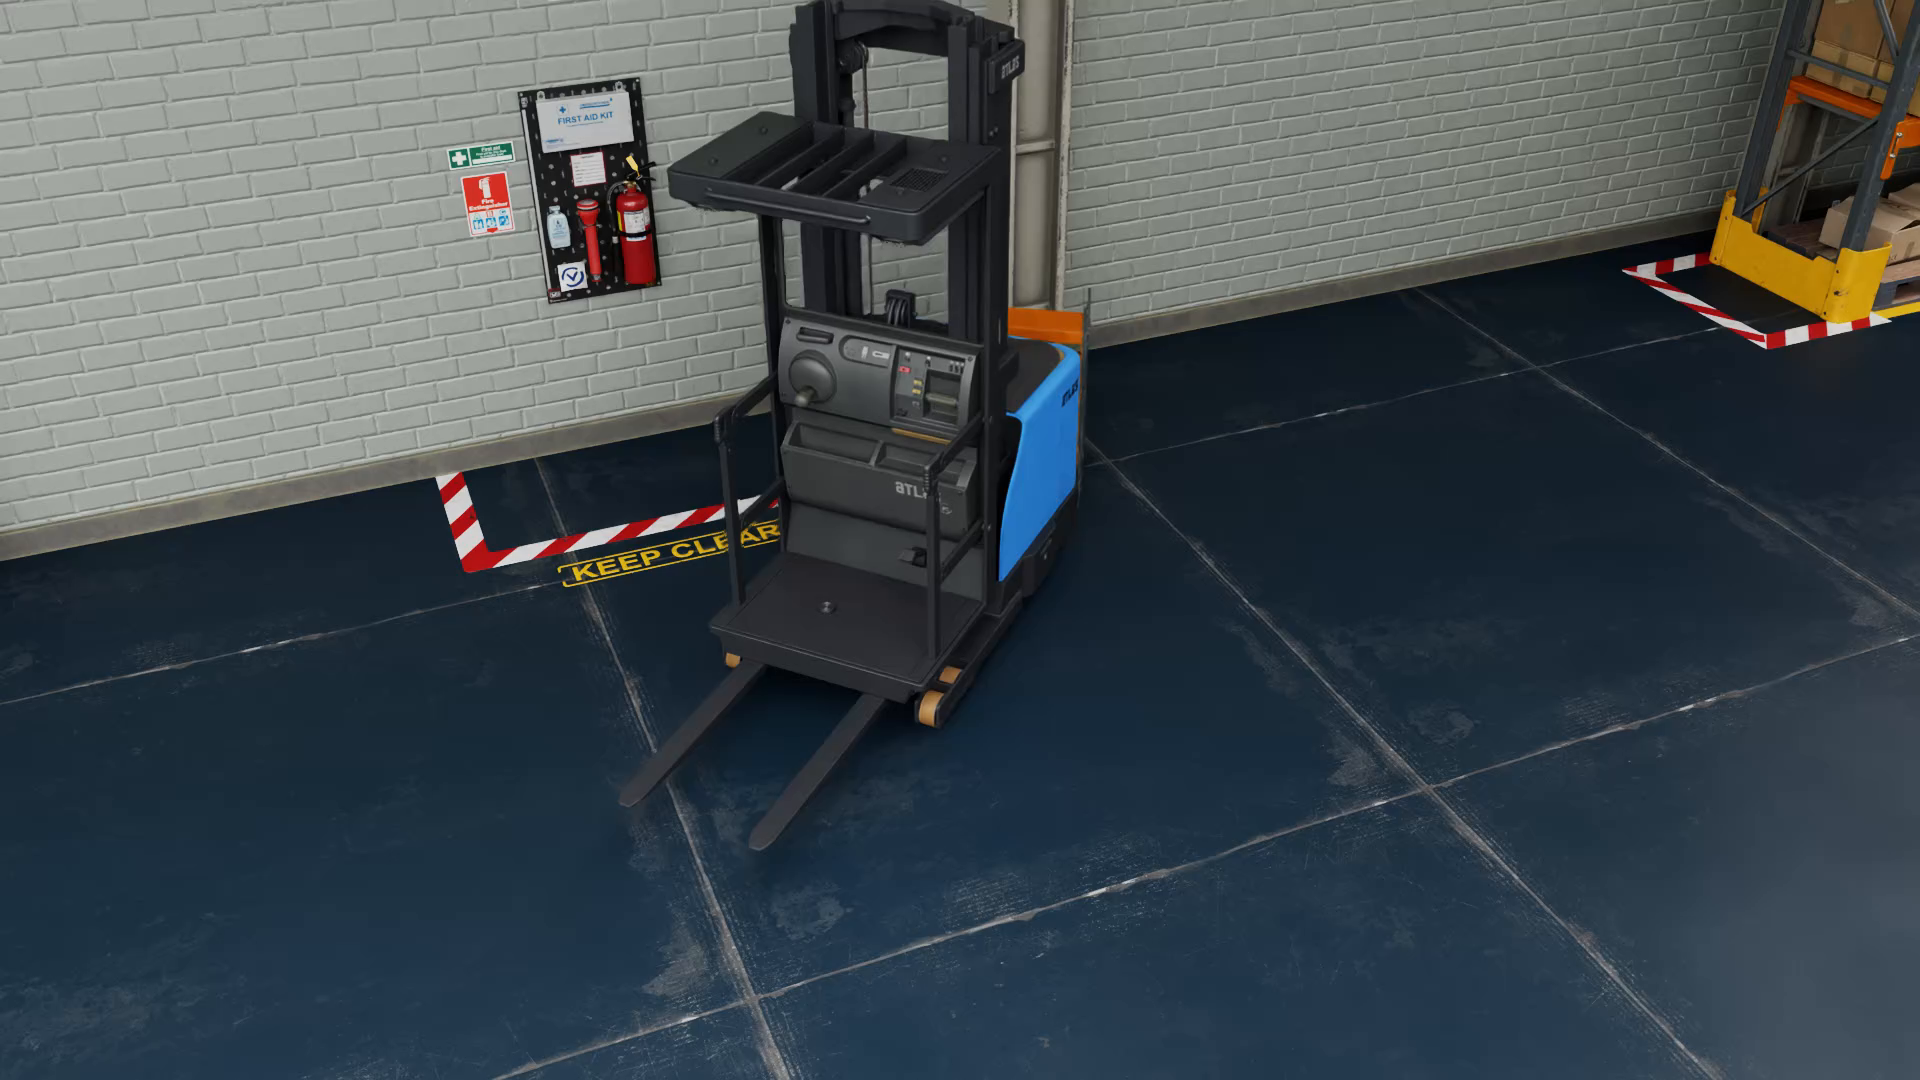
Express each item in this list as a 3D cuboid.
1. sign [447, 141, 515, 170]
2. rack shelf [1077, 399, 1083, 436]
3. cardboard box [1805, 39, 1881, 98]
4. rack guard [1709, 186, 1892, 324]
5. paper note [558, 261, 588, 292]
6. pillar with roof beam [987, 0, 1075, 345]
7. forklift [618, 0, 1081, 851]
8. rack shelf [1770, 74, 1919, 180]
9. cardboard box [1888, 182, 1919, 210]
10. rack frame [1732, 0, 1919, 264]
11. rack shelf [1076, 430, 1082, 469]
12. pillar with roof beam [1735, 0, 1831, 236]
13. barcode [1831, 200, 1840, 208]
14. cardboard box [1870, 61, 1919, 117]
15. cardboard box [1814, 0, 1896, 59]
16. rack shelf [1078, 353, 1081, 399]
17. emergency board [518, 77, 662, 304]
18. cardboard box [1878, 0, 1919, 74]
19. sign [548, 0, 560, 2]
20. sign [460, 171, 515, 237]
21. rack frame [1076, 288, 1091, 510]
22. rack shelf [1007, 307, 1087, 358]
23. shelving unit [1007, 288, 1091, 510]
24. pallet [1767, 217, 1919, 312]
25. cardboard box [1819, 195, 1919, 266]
[{"bbox_3d":[-2.448,-1.966,8.503,0.331,0.109,0.001,-13,35,-19],"label":"sign"},{"bbox_3d":[0.407,-0.694,8.840,0.480,0.148,0.258,5,33,8],"label":"rack shelf"},{"bbox_3d":[5.965,-3.126,10.923,0.500,0.250,0.500,-12,35,-18],"label":"cardboard box"},{"bbox_3d":[5.679,-1.953,11.292,0.348,0.500,1.175,-13,35,-19],"label":"rack guard"},{"bbox_3d":[-2.096,-1.426,8.999,0.142,0.148,0.016,-13,35,-19],"label":"paper note"},{"bbox_3d":[2.054,-2.650,4.572,0.400,9.000,9.100,-13,35,-19],"label":"pillar with roof beam"},{"bbox_3d":[-0.455,-0.658,7.074,1.130,2.935,3.031,14,36,20],"label":"forklift"},{"bbox_3d":[7.453,-3.105,11.431,4.000,0.370,1.077,-13,35,-19],"label":"rack shelf"},{"bbox_3d":[6.808,-2.263,11.539,0.500,0.311,0.500,-10,34,-15],"label":"cardboard box"},{"bbox_3d":[5.609,-2.984,10.586,0.127,3.000,1.000,-13,35,-19],"label":"rack frame"},{"bbox_3d":[0.407,-0.528,8.948,0.480,0.148,0.258,5,33,8],"label":"rack shelf"},{"bbox_3d":[7.586,-3.917,6.519,0.400,9.000,9.100,-13,35,-19],"label":"pillar with roof beam"},{"bbox_3d":[6.144,-2.351,11.667,0.075,0.075,0.001,-13,35,-19],"label":"barcode"},{"bbox_3d":[6.182,-2.873,10.534,0.500,0.250,0.500,-14,36,-20],"label":"cardboard box"},{"bbox_3d":[5.962,-3.450,10.734,0.500,0.500,0.500,-13,35,-19],"label":"cardboard box"},{"bbox_3d":[0.407,-0.882,8.718,0.480,0.148,0.258,5,33,8],"label":"rack shelf"},{"bbox_3d":[-1.906,-1.798,8.762,0.643,1.169,0.194,-13,35,-19],"label":"emergency board"},{"bbox_3d":[6.166,-3.194,10.340,0.500,0.500,0.500,-13,35,-19],"label":"cardboard box"},{"bbox_3d":[-1.952,-2.818,8.205,0.199,0.298,0.001,-13,35,-19],"label":"sign"},{"bbox_3d":[-2.455,-1.748,8.653,0.234,0.329,0.001,-13,35,-19],"label":"sign"},{"bbox_3d":[0.648,-0.729,8.770,0.015,1.200,0.240,5,33,8],"label":"rack frame"},{"bbox_3d":[0.407,-1.080,8.589,0.480,0.148,0.258,5,33,8],"label":"rack shelf"},{"bbox_3d":[0.407,-0.751,8.803,0.503,1.200,0.258,5,33,8],"label":"shelving unit"},{"bbox_3d":[6.442,-1.985,11.608,1.213,0.211,1.003,-13,35,-19],"label":"pallet"},{"bbox_3d":[6.282,-2.142,11.354,0.500,0.311,0.500,-17,37,-24],"label":"cardboard box"}]
